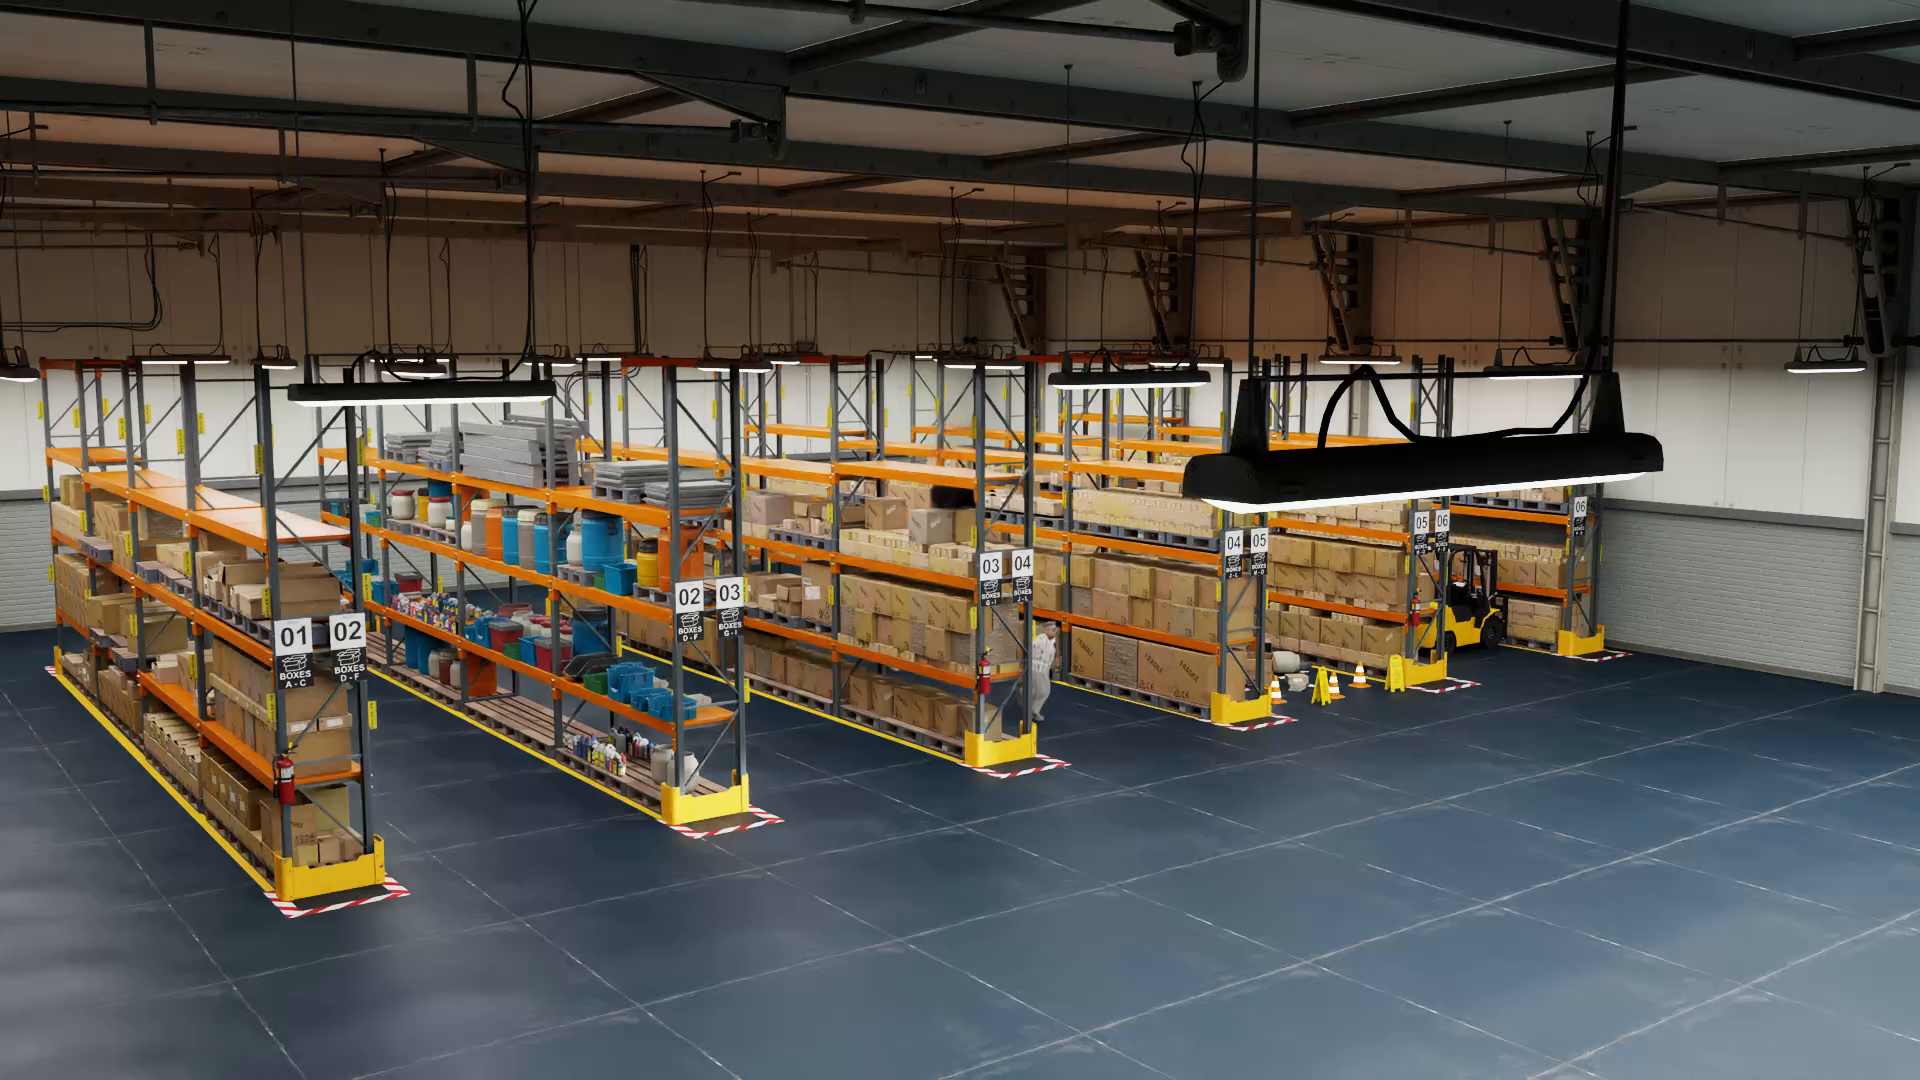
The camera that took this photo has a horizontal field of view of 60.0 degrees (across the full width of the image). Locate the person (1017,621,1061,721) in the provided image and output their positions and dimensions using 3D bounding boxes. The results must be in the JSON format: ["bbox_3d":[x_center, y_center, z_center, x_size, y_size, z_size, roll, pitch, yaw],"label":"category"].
[{"bbox_3d":[1.319,2.174,27.846,0.762,1.701,0.655,4,8,32],"label":"person"}]

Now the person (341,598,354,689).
[{"bbox_3d":[-11.312,1.871,30.541,0.591,1.649,0.827,-5,8,-34],"label":"person"}]

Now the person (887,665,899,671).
[{"bbox_3d":[-1.370,1.654,31.994,0.709,1.731,0.725,6,9,42],"label":"person"}]
